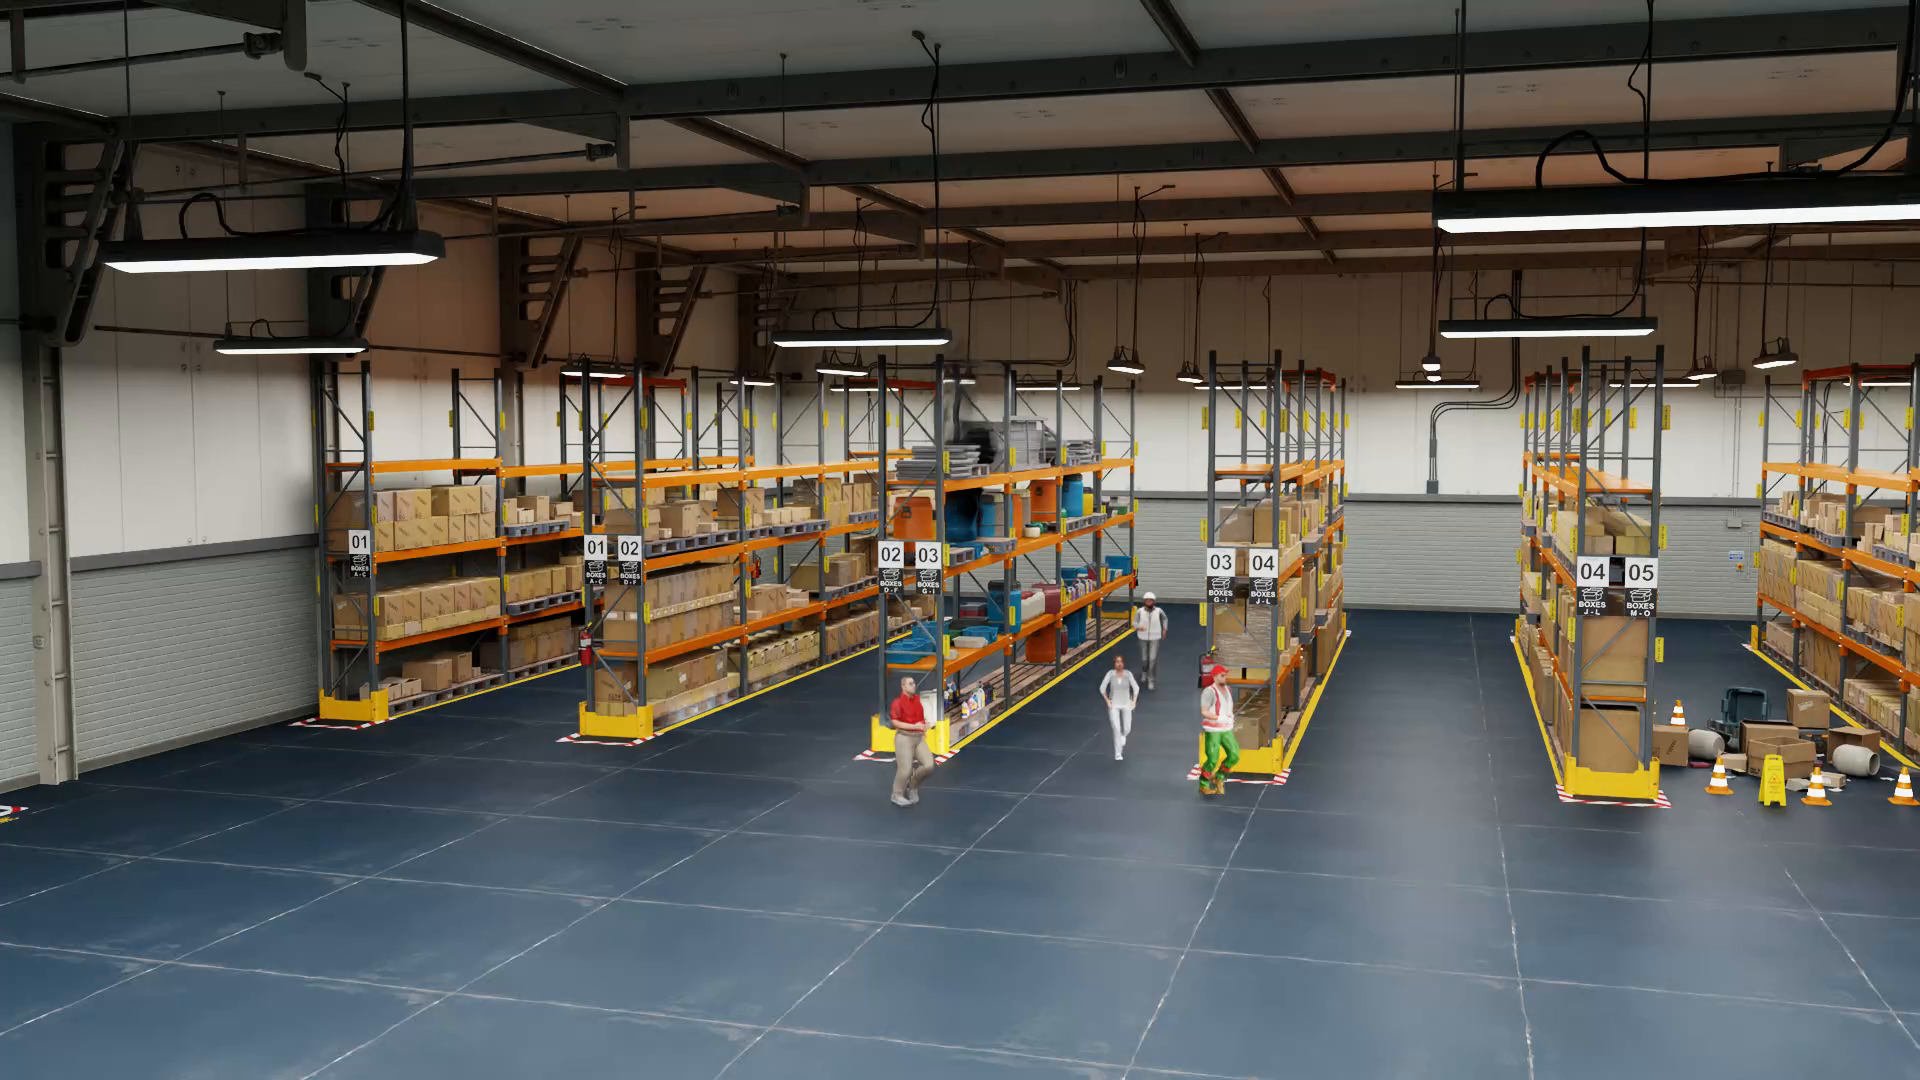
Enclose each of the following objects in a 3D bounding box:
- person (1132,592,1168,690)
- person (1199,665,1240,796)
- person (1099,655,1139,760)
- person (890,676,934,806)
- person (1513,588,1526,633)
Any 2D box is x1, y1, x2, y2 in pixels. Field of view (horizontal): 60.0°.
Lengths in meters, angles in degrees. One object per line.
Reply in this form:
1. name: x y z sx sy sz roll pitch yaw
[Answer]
1. person: 3.574 1.874 31.352 0.676 1.802 0.854 1 4 9
2. person: 3.482 2.545 22.120 0.692 1.783 0.680 -3 5 -35
3. person: 2.360 2.462 24.701 0.584 1.547 0.592 0 4 1
4. person: -0.614 2.608 21.531 0.655 1.697 0.646 4 6 43
5. person: 13.380 1.381 38.898 0.881 1.779 0.735 2 4 22
